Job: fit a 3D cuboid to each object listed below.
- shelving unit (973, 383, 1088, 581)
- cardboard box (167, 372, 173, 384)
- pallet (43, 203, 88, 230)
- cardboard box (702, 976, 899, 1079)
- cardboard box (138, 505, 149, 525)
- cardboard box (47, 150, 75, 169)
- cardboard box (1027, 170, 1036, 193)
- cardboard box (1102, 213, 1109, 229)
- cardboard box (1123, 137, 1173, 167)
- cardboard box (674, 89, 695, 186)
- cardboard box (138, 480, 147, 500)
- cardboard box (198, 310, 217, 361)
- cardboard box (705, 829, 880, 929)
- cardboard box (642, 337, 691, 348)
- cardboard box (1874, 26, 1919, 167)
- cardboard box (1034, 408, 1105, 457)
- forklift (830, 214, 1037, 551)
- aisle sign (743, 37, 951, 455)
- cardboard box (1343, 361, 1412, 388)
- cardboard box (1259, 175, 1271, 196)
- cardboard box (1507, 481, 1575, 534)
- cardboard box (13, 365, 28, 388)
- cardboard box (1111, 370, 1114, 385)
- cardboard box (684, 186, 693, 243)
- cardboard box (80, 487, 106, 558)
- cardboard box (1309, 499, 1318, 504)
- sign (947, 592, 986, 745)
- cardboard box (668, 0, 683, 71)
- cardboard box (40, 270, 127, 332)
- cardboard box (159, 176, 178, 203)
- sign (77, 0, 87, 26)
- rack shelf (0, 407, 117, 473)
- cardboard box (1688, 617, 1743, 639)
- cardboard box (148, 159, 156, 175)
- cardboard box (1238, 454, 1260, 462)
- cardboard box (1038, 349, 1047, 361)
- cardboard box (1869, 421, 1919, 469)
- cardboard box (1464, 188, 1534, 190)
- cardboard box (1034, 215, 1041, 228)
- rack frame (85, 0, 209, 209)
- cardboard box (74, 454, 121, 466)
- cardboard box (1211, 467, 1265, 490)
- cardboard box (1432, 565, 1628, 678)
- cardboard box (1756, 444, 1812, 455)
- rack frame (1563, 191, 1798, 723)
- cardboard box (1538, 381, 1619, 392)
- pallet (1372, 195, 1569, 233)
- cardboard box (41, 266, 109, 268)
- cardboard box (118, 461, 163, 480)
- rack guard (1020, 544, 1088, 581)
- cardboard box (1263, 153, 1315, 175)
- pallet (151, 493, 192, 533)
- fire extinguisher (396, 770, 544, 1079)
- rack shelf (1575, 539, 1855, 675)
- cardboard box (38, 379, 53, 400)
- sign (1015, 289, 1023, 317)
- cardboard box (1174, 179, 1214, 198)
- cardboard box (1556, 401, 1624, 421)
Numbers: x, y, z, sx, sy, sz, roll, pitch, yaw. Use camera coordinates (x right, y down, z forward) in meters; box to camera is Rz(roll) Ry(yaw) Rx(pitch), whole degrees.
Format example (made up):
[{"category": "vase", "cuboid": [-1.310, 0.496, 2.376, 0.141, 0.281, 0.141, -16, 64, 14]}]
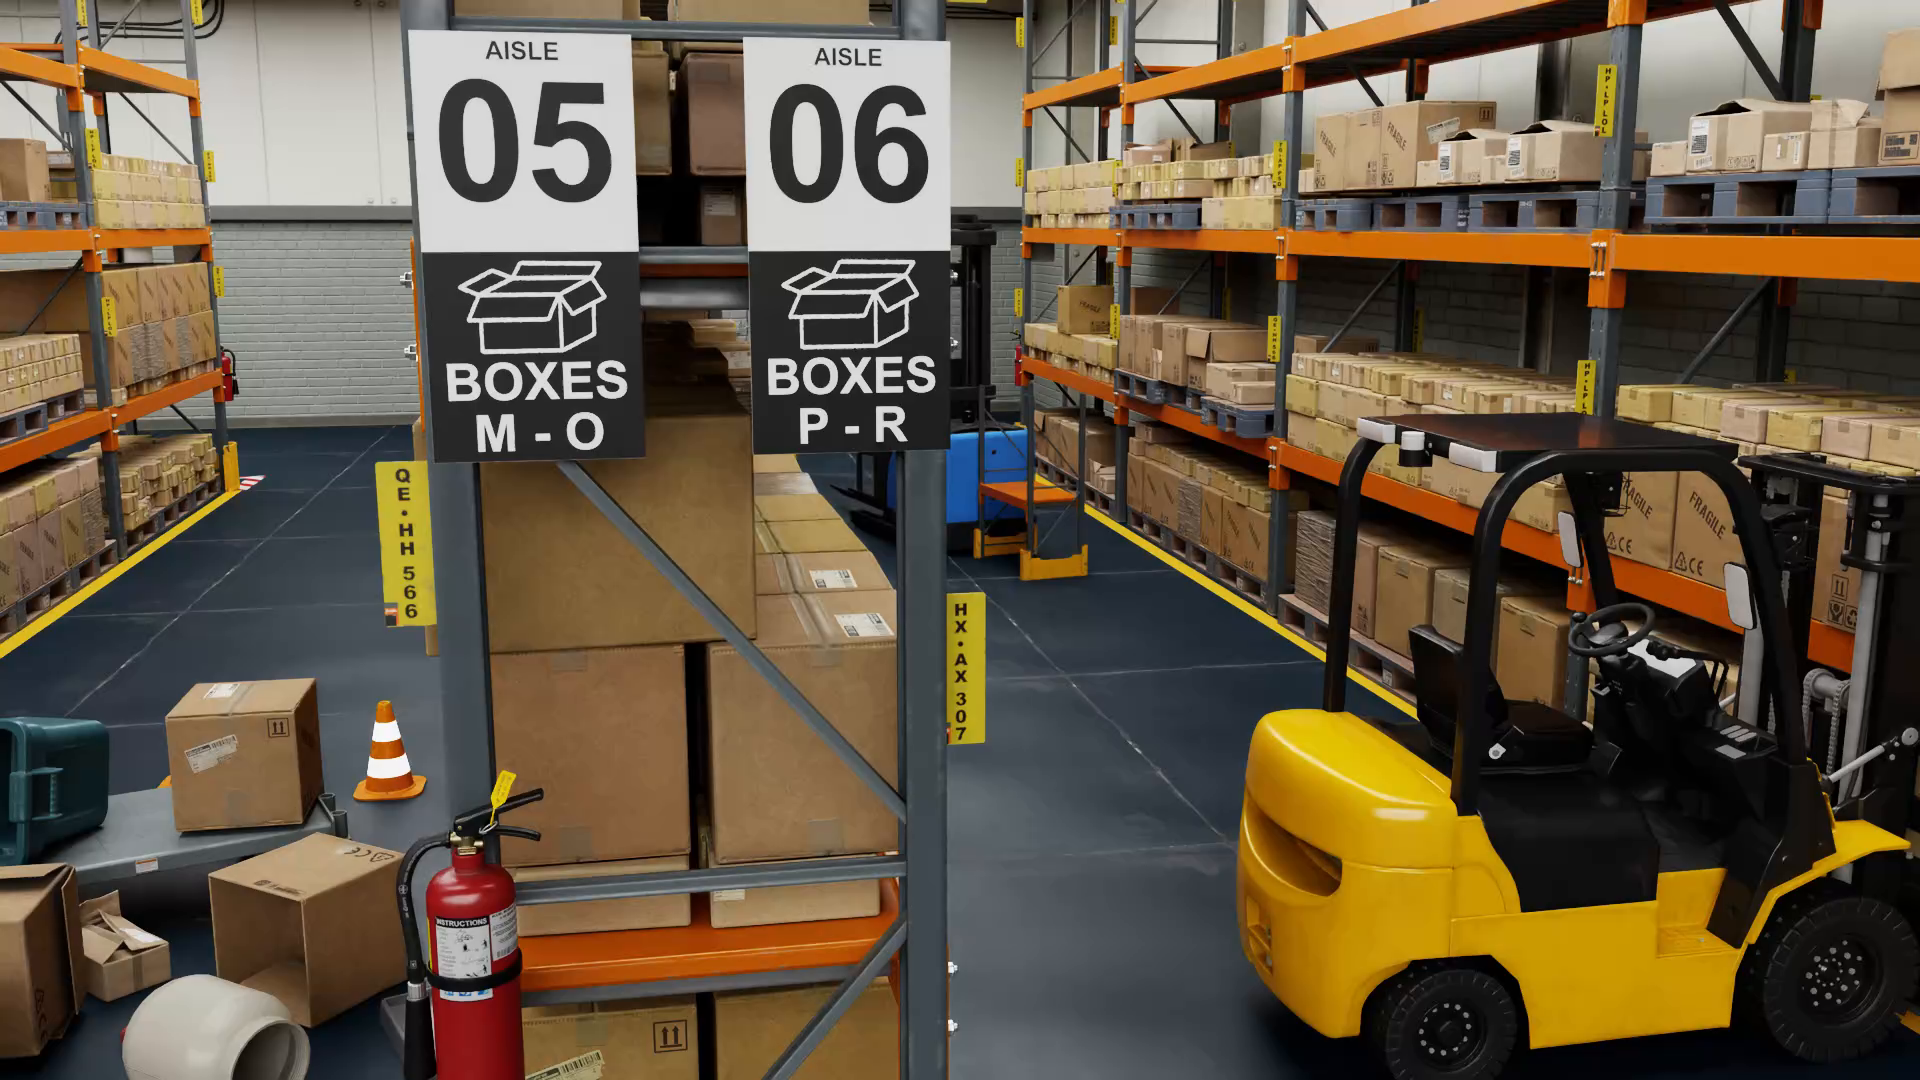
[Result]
[{"category": "shelving unit", "cuboid": [0.585, -0.517, 13.953, 0.587, 1.500, 1.083, -4, 12, -22]}, {"category": "cardboard box", "cuboid": [-7.971, -1.607, 16.345, 0.380, 0.149, 0.250, -3, 11, -13]}, {"category": "pallet", "cuboid": [-7.683, -2.550, 13.107, 1.213, 0.211, 1.003, -2, 11, -11]}, {"category": "cardboard box", "cuboid": [-0.419, 1.330, 4.466, 0.500, 0.500, 0.500, -3, 11, -13]}, {"category": "cardboard box", "cuboid": [-7.506, -0.219, 14.881, 0.380, 0.149, 0.250, -2, 11, -9]}, {"category": "cardboard box", "cuboid": [-7.517, -3.190, 13.962, 0.380, 0.149, 0.250, -2, 11, -12]}, {"category": "cardboard box", "cuboid": [1.068, -4.101, 19.018, 0.500, 0.250, 0.500, -2, 11, -12]}, {"category": "cardboard box", "cuboid": [1.602, -3.116, 16.250, 0.380, 0.149, 0.250, -2, 11, -11]}, {"category": "cardboard box", "cuboid": [1.722, -3.553, 15.251, 0.396, 0.266, 0.258, -2, 11, -12]}, {"category": "cardboard box", "cuboid": [-0.453, -1.025, 4.194, 0.500, 0.250, 0.500, -2, 11, -12]}, {"category": "cardboard box", "cuboid": [-7.725, -0.452, 15.311, 0.380, 0.149, 0.250, -3, 11, -14]}, {"category": "cardboard box", "cuboid": [-8.136, -2.142, 17.419, 0.500, 0.500, 0.500, -2, 11, -10]}, {"category": "cardboard box", "cuboid": [-0.391, 0.770, 3.856, 0.380, 0.149, 0.250, -2, 11, -11]}, {"category": "cardboard box", "cuboid": [-1.285, -0.428, 5.738, 0.700, 0.500, 0.500, -2, 11, -12]}, {"category": "cardboard box", "cuboid": [3.837, -1.617, 6.036, 0.797, 0.503, 0.637, -2, 11, -9]}, {"category": "cardboard box", "cuboid": [1.254, -1.264, 19.422, 0.797, 0.503, 0.637, -3, 11, -13]}, {"category": "forklift", "cuboid": [-0.396, -1.564, 15.628, 1.130, 2.935, 3.031, -5, 12, -25]}, {"category": "aisle sign", "cuboid": [-0.212, -0.561, 3.222, 0.394, 0.787, 0.004, -2, 11, -11]}, {"category": "cardboard box", "cuboid": [2.748, -1.088, 10.944, 0.380, 0.149, 0.250, -2, 11, -10]}, {"category": "cardboard box", "cuboid": [2.447, -2.633, 12.372, 0.380, 0.149, 0.250, -2, 11, -12]}, {"category": "cardboard box", "cuboid": [3.207, -0.208, 8.721, 0.500, 0.250, 0.500, -2, 11, -10]}, {"category": "cardboard box", "cuboid": [-7.167, -1.208, 12.327, 0.380, 0.149, 0.250, -2, 11, -11]}, {"category": "cardboard box", "cuboid": [1.696, -1.592, 16.263, 0.380, 0.149, 0.250, -2, 11, -10]}, {"category": "cardboard box", "cuboid": [-0.559, -0.894, 4.577, 0.380, 0.149, 0.250, -2, 11, -13]}, {"category": "cardboard box", "cuboid": [-7.307, -0.138, 13.515, 0.500, 0.500, 0.500, -2, 11, -12]}, {"category": "cardboard box", "cuboid": [2.901, -0.089, 13.257, 0.500, 0.500, 0.500, -2, 11, -11]}, {"category": "sign", "cuboid": [0.004, 0.271, 3.488, 0.100, 0.325, 0.005, -2, 11, -11]}, {"category": "cardboard box", "cuboid": [-0.462, -1.144, 3.755, 0.380, 0.149, 0.250, -2, 11, -11]}, {"category": "cardboard box", "cuboid": [-7.547, -2.064, 14.336, 0.500, 0.500, 0.500, -2, 11, -10]}, {"category": "cardboard box", "cuboid": [-7.939, -3.402, 16.145, 0.500, 0.250, 0.500, -2, 11, -10]}, {"category": "sign", "cuboid": [-9.009, -5.445, 17.081, 0.100, 0.325, 0.005, -2, 11, -11]}, {"category": "rack shelf", "cuboid": [-7.309, -0.566, 12.125, 1.077, 0.370, 4.000, -2, 11, -11]}, {"category": "cardboard box", "cuboid": [3.847, 0.538, 7.959, 0.500, 0.250, 0.500, -2, 11, -10]}, {"category": "cardboard box", "cuboid": [-7.846, -3.528, 15.738, 0.380, 0.149, 0.250, -2, 11, -13]}, {"category": "cardboard box", "cuboid": [2.654, -0.670, 14.576, 0.380, 0.149, 0.250, -2, 11, -10]}, {"category": "cardboard box", "cuboid": [1.117, -2.161, 19.253, 0.380, 0.149, 0.250, -2, 11, -10]}, {"category": "cardboard box", "cuboid": [3.727, -0.365, 6.347, 0.380, 0.149, 0.250, -2, 11, -11]}, {"category": "cardboard box", "cuboid": [3.316, -2.253, 10.276, 0.380, 0.166, 0.250, -2, 11, -11]}, {"category": "cardboard box", "cuboid": [1.062, -3.683, 19.226, 0.380, 0.149, 0.250, -2, 11, -10]}, {"category": "rack frame", "cuboid": [-8.476, -4.967, 17.279, 1.000, 3.000, 0.127, -2, 11, -11]}, {"category": "cardboard box", "cuboid": [-8.289, -0.726, 15.953, 0.380, 0.149, 0.250, -2, 11, -11]}, {"category": "cardboard box", "cuboid": [2.292, -0.505, 13.710, 0.380, 0.149, 0.250, -2, 11, -12]}, {"category": "cardboard box", "cuboid": [3.306, 0.524, 9.704, 0.875, 0.625, 0.625, -2, 11, -12]}, {"category": "cardboard box", "cuboid": [3.520, -0.308, 6.844, 0.380, 0.149, 0.250, -2, 11, -12]}, {"category": "rack frame", "cuboid": [3.562, -0.199, 8.272, 1.000, 3.000, 0.127, -2, 11, -11]}, {"category": "cardboard box", "cuboid": [3.562, -0.828, 9.578, 0.380, 0.149, 0.250, -2, 11, -11]}, {"category": "pallet", "cuboid": [3.224, -1.987, 10.149, 1.003, 0.211, 1.213, -2, 11, -8]}, {"category": "cardboard box", "cuboid": [-8.363, -2.332, 15.745, 0.500, 0.500, 0.500, -2, 11, -13]}, {"category": "cardboard box", "cuboid": [-7.697, -0.649, 15.547, 0.380, 0.149, 0.250, -2, 11, -10]}, {"category": "rack guard", "cuboid": [0.772, 0.184, 13.616, 0.587, 0.250, 0.087, -4, 12, -22]}, {"category": "cardboard box", "cuboid": [2.427, -2.727, 12.069, 0.380, 0.149, 0.250, -2, 11, -9]}, {"category": "pallet", "cuboid": [-8.104, -0.262, 16.065, 1.003, 0.211, 1.213, -2, 11, -11]}, {"category": "fire extinguisher", "cuboid": [-0.958, 0.792, 3.274, 0.296, 0.674, 0.183, -2, 11, -11]}, {"category": "rack shelf", "cuboid": [3.951, 0.521, 6.412, 1.077, 0.370, 4.000, -2, 11, -11]}, {"category": "cardboard box", "cuboid": [-7.281, -1.164, 12.892, 0.380, 0.149, 0.250, -3, 11, -14]}, {"category": "sign", "cuboid": [0.696, -2.805, 19.650, 0.100, 0.325, 0.005, -2, 11, -11]}, {"category": "cardboard box", "cuboid": [1.998, -2.921, 13.835, 0.380, 0.149, 0.250, -2, 11, -10]}, {"category": "cardboard box", "cuboid": [3.277, -0.621, 8.488, 0.380, 0.149, 0.250, -2, 11, -9]}]
